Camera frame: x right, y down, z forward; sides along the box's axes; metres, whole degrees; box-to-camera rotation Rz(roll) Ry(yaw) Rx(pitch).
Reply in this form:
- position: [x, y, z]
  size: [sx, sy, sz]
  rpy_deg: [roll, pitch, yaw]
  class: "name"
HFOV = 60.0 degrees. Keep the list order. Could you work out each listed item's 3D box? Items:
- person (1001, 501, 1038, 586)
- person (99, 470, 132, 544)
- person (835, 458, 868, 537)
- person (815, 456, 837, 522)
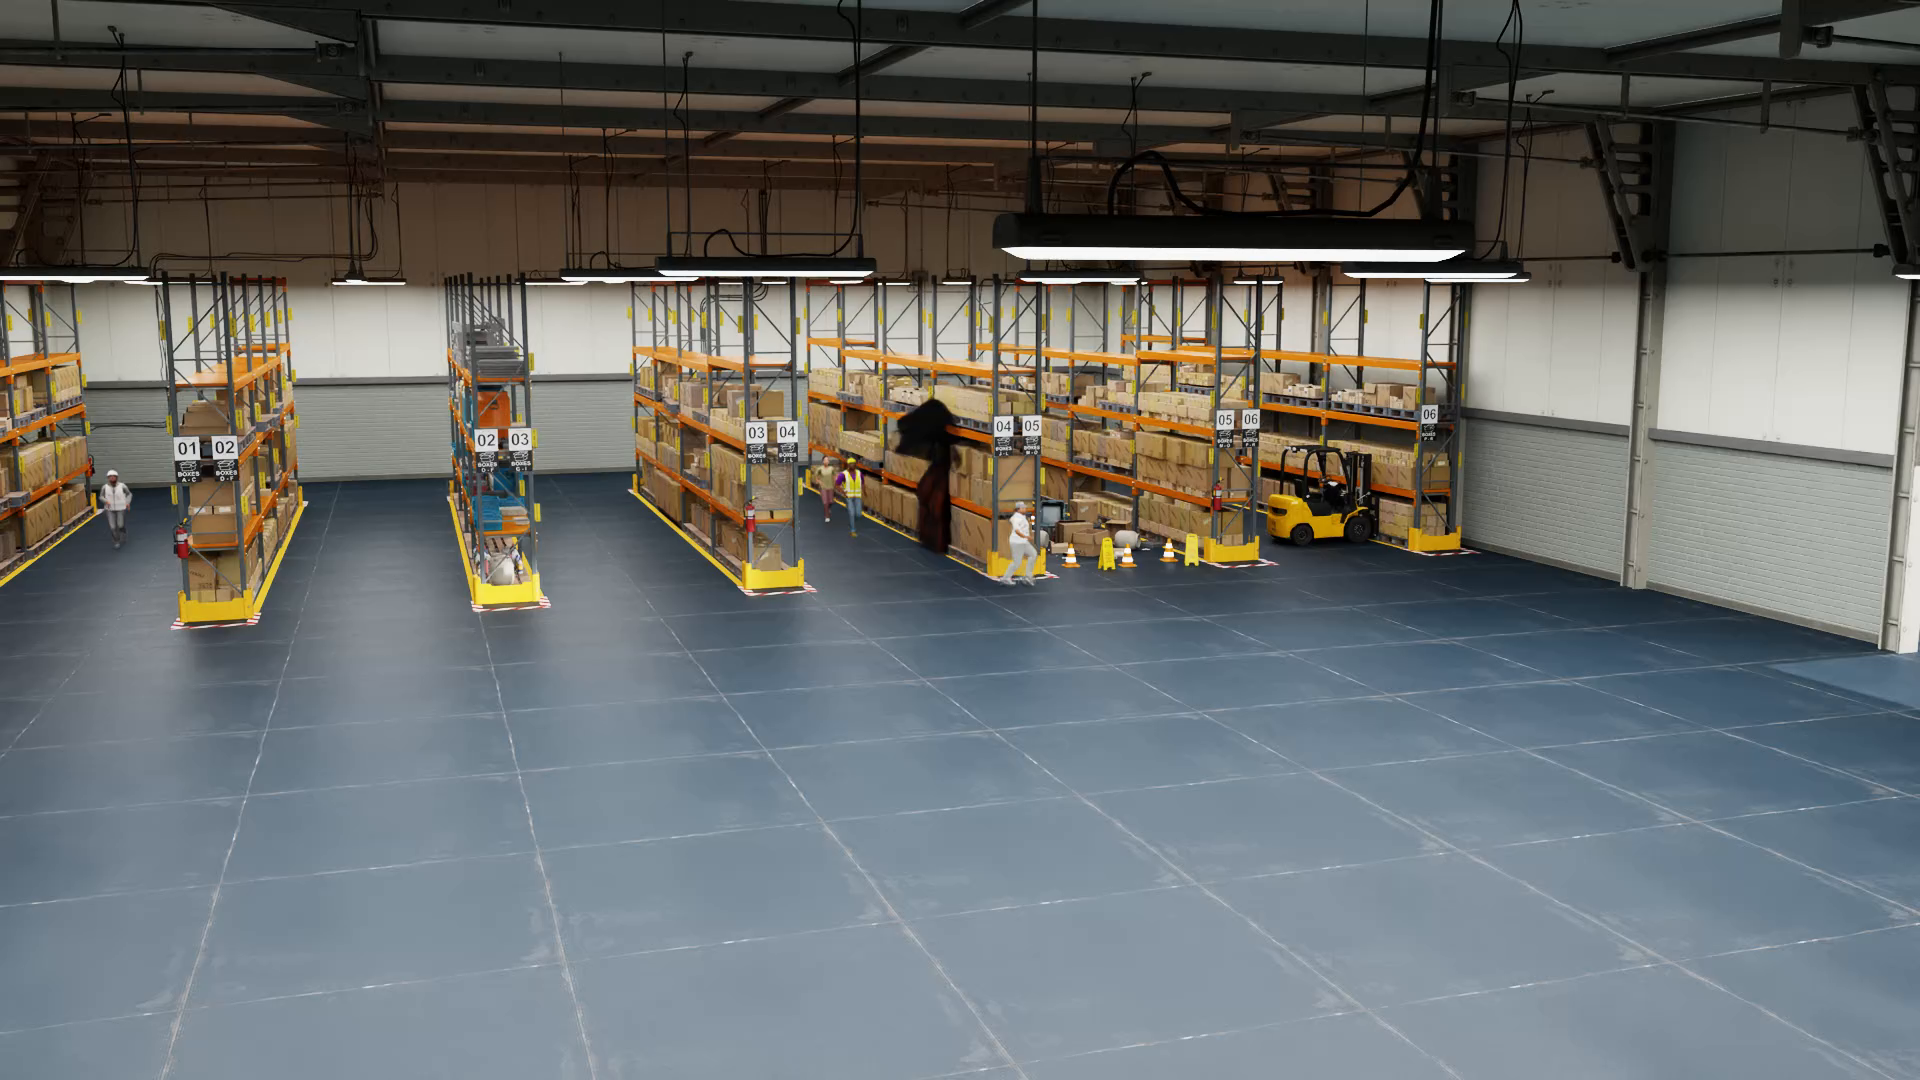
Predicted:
- position: [1.147, 0.086, 32.133]
  size: [0.687, 1.692, 0.613]
  rpy_deg: [2, 9, 10]
  class: "person"
- position: [-18.710, -0.709, 36.845]
  size: [0.653, 1.670, 0.551]
  rpy_deg: [-3, 9, -20]
  class: "person"
- position: [-2.407, -0.950, 36.747]
  size: [0.702, 1.738, 0.598]
  rpy_deg: [-4, 9, -23]
  class: "person"
- position: [-3.308, -1.279, 41.203]
  size: [0.582, 1.630, 0.566]
  rpy_deg: [-2, 9, -12]
  class: "person"
